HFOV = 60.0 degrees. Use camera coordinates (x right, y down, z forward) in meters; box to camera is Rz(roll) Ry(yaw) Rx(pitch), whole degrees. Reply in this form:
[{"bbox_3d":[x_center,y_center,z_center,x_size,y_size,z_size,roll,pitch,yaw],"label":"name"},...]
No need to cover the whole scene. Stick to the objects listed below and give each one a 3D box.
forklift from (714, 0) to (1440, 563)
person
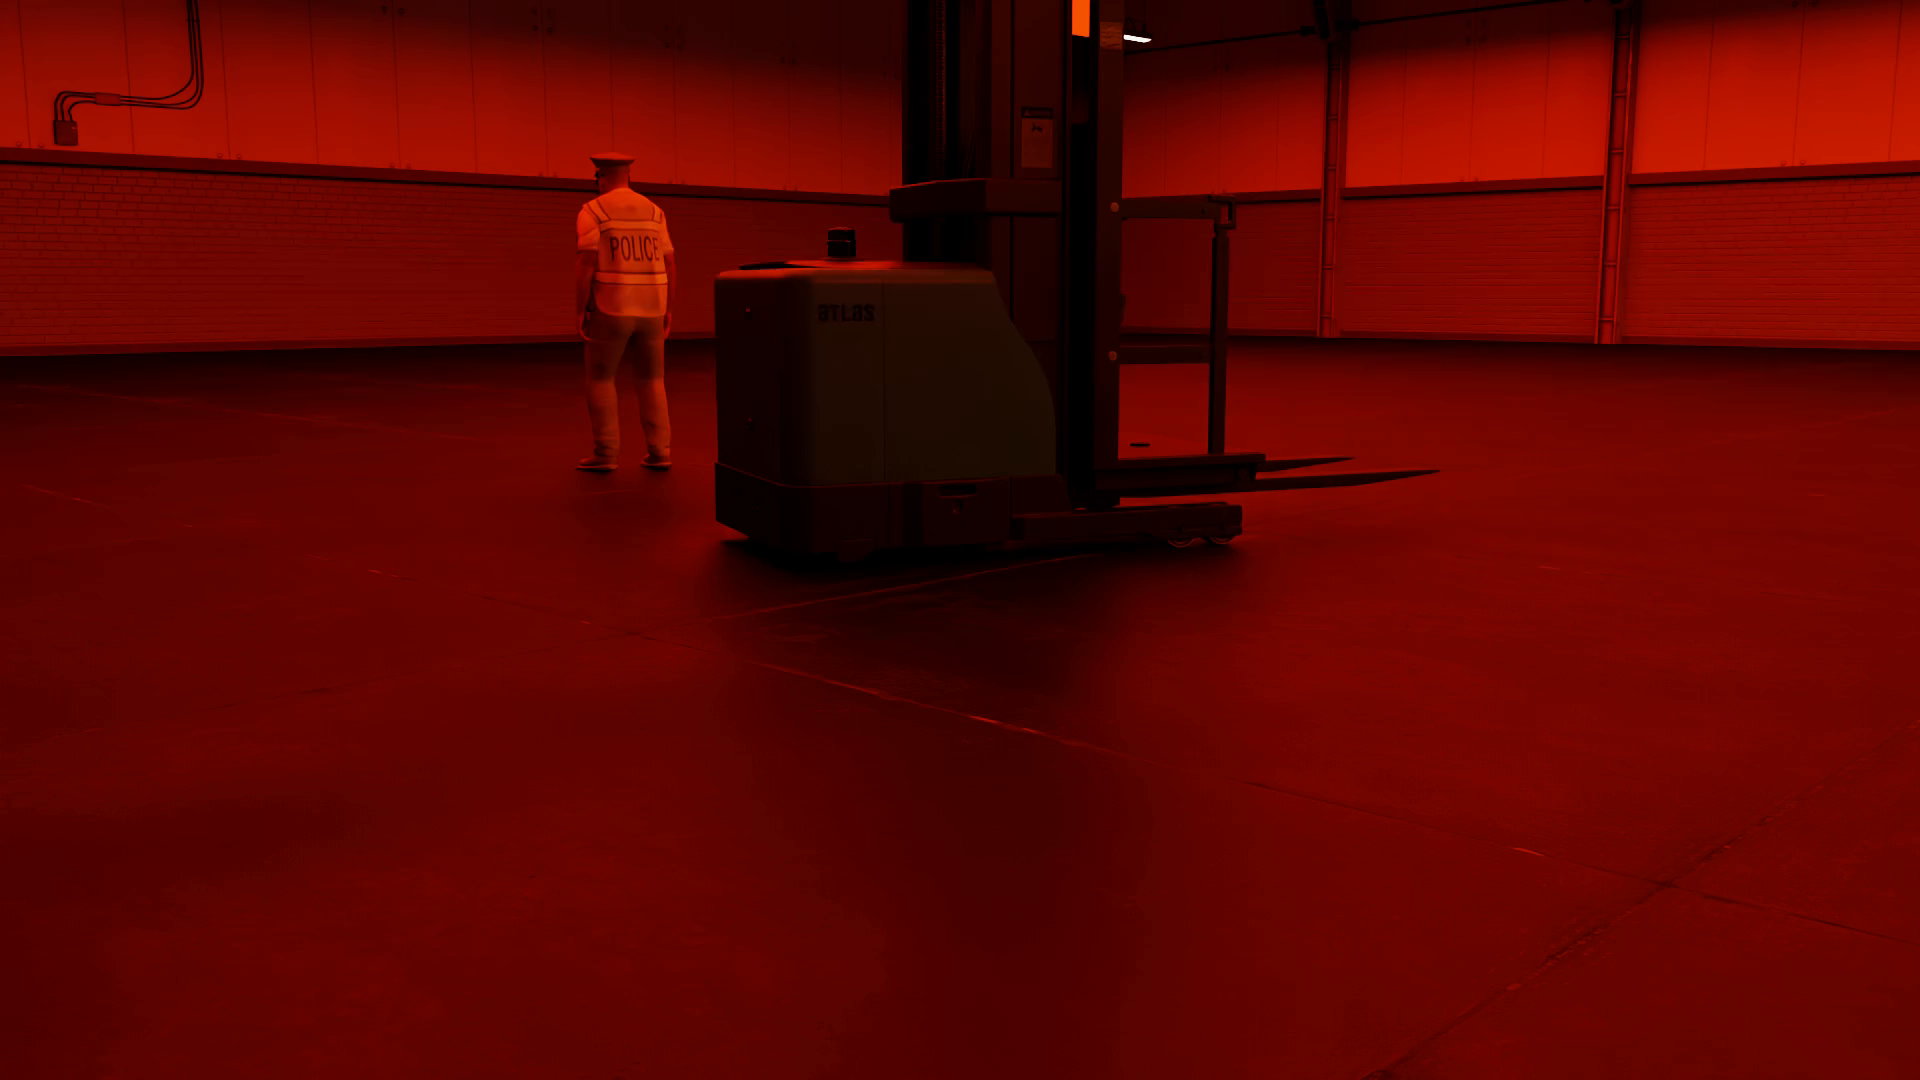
[{"bbox_3d":[0.571,-1.487,6.747,3.031,2.935,1.130,-4,9,-23],"label":"forklift"},{"bbox_3d":[-1.861,-1.257,9.230,0.589,1.750,0.454,-6,10,-34],"label":"person"}]
